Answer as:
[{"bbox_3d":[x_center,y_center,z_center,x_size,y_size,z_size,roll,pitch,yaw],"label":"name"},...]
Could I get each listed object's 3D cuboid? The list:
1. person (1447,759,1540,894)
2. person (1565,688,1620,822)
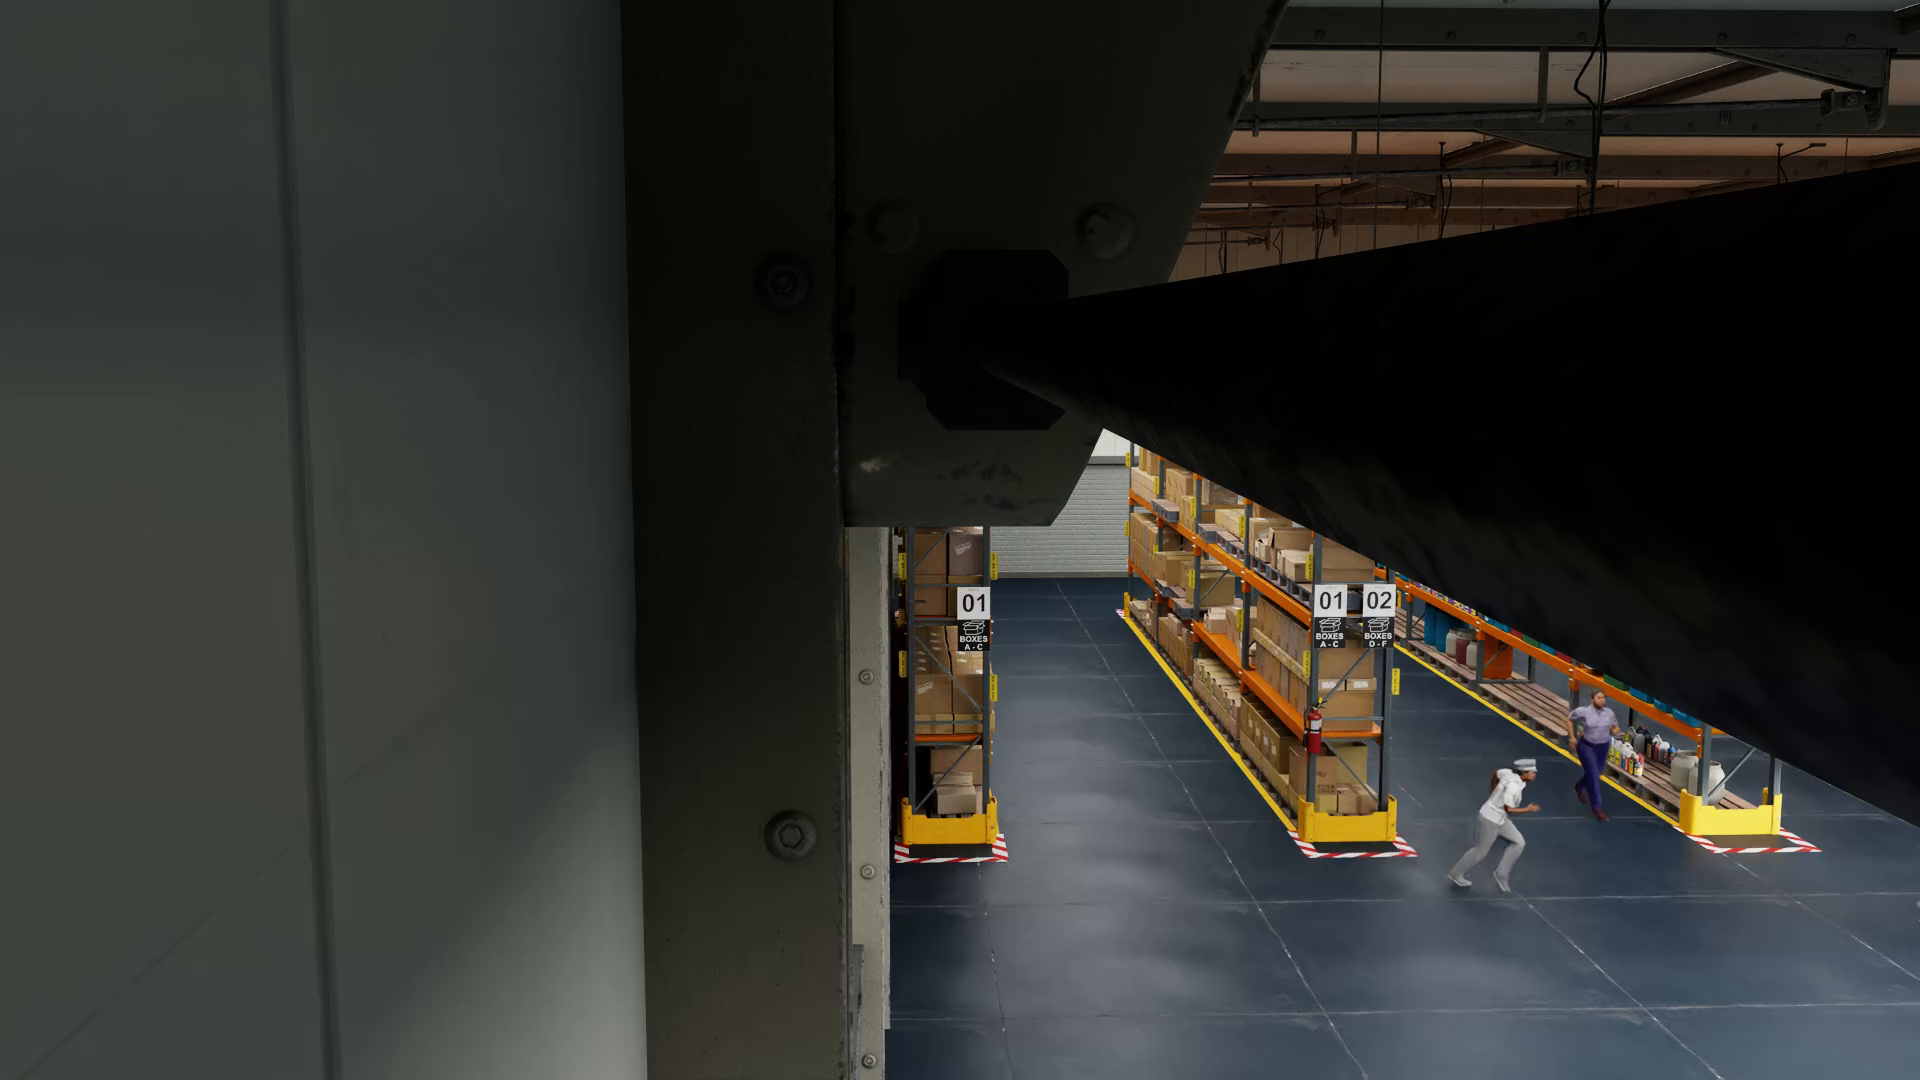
[{"bbox_3d":[6.008,3.202,18.702,0.963,1.577,0.611,3,8,22],"label":"person"},{"bbox_3d":[8.232,2.731,21.623,0.599,1.651,0.937,-1,7,-11],"label":"person"}]
